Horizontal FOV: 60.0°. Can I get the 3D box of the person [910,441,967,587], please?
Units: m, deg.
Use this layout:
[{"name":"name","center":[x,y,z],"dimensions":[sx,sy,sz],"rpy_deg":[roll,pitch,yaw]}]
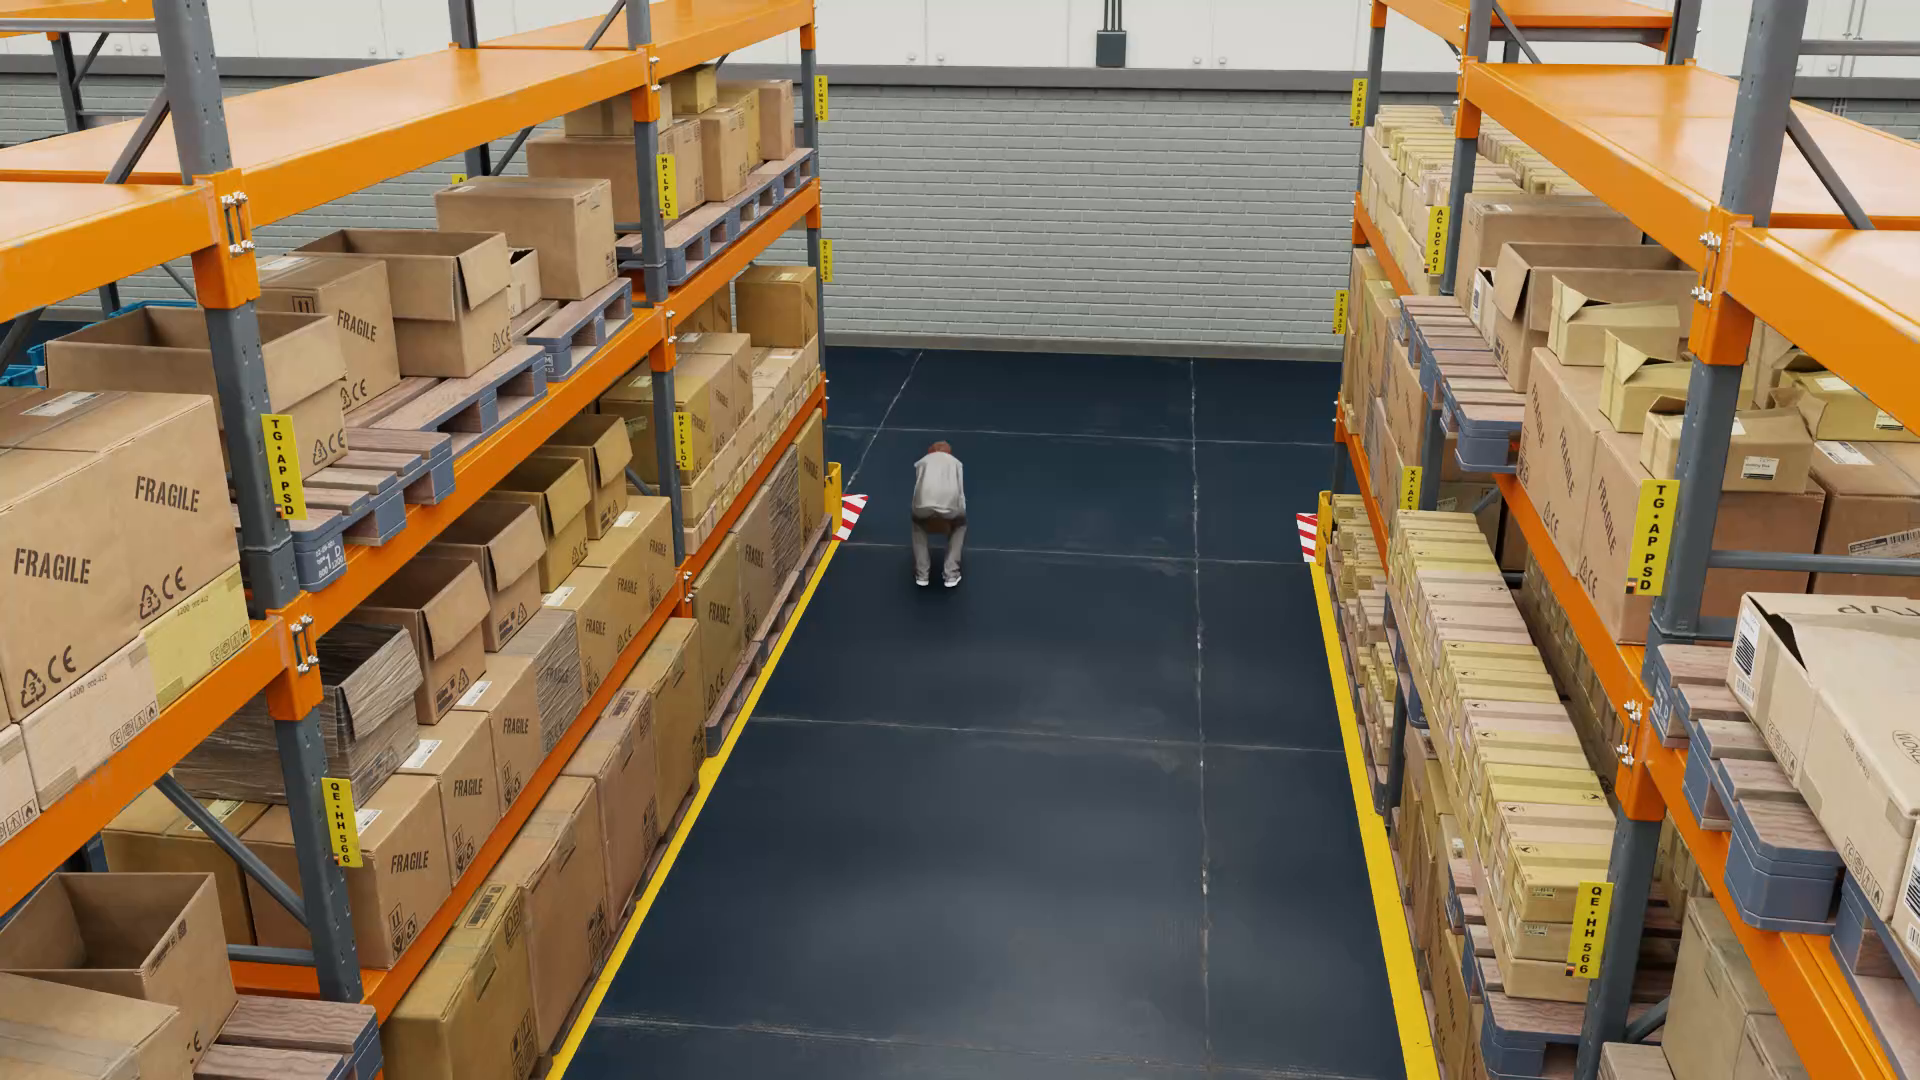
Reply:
[{"name":"person","center":[-0.157,-0.184,12.451],"dimensions":[0.425,0.949,0.862],"rpy_deg":[1,22,4]}]
